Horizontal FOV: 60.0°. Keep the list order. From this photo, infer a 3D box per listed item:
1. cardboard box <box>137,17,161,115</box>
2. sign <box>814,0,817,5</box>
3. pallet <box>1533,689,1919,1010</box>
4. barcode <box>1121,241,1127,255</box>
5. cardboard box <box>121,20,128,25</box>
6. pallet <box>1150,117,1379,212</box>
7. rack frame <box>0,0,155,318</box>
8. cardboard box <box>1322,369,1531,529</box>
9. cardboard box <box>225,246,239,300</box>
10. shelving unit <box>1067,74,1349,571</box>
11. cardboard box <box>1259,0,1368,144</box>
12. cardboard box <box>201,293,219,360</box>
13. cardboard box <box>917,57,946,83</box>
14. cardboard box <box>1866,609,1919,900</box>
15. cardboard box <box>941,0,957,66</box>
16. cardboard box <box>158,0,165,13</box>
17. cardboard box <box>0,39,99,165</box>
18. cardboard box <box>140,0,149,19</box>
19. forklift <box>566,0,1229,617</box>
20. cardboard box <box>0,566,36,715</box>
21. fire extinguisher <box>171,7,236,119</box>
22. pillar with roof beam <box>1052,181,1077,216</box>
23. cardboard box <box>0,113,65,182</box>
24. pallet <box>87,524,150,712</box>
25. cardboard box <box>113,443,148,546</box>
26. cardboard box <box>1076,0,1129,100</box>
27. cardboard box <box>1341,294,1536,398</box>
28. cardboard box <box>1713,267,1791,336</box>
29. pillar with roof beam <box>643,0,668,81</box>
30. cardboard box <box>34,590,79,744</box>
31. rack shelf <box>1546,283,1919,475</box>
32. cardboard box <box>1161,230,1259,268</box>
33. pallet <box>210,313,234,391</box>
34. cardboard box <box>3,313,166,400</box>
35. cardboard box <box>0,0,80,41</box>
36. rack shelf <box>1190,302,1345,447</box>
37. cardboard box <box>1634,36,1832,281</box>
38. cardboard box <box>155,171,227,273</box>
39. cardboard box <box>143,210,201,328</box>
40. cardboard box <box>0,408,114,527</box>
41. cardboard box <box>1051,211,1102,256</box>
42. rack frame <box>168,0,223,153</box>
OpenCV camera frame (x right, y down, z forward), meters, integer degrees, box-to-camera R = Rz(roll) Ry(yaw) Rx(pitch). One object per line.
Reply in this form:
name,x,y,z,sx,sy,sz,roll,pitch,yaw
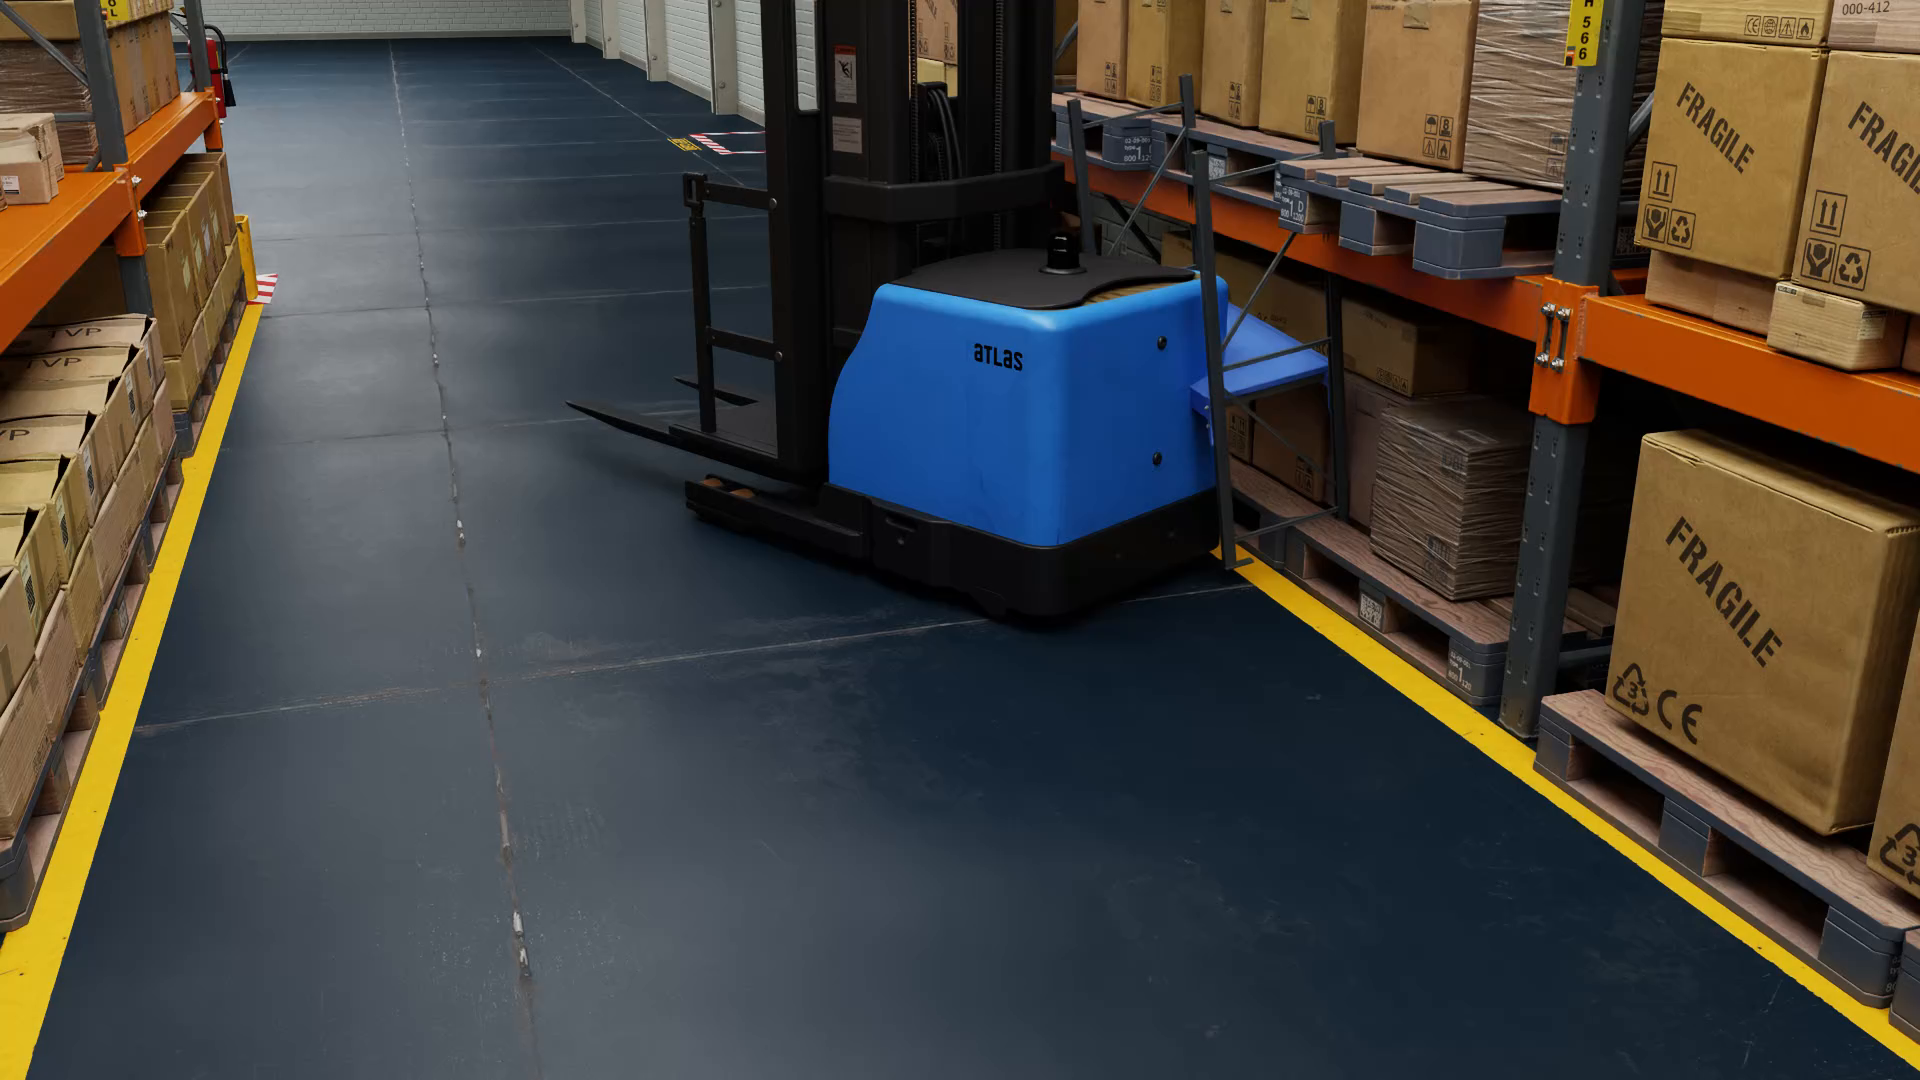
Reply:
cardboard box,-4.684,-2.509,8.815,0.700,0.500,0.500,-6,21,-17
sign,-0.952,-3.818,11.328,0.100,0.325,0.005,-6,21,-17
pallet,2.254,0.672,4.232,1.003,0.211,1.213,-6,21,-17
barcode,0.878,-1.565,8.909,0.001,0.075,0.075,-6,21,-17
cardboard box,-4.191,-2.529,7.913,0.380,0.149,0.250,-7,21,-19
pallet,1.416,-1.442,6.276,1.003,0.211,1.213,-6,21,-17
rack frame,-3.881,-1.657,6.592,1.000,3.000,0.127,-6,21,-17
cardboard box,1.750,-0.335,5.958,0.700,0.500,0.500,-6,21,-17
cardboard box,-4.521,-1.544,9.725,0.500,0.250,0.500,-6,21,-17
shelving unit,0.902,-0.822,6.075,0.538,1.500,1.048,-16,28,-14
cardboard box,1.507,-1.702,5.920,0.700,0.500,0.500,-6,21,-17
cardboard box,-4.044,-1.064,8.387,0.500,0.250,0.500,-6,21,-17
cardboard box,0.062,-2.564,9.309,0.500,0.250,0.500,-7,21,-18
cardboard box,2.453,0.445,3.299,0.750,0.750,0.750,-6,21,-17
cardboard box,0.216,-2.755,8.731,0.500,0.500,0.500,-7,21,-18
cardboard box,-4.674,-3.025,9.293,0.380,0.149,0.250,-7,21,-18
cardboard box,-4.027,-1.846,6.970,0.700,0.500,0.500,-7,21,-19
cardboard box,-4.429,-2.775,8.598,0.380,0.149,0.250,-6,21,-16
forklift,-0.454,-1.525,6.328,3.031,2.935,1.130,18,26,40
cardboard box,-2.510,0.260,3.872,0.500,0.311,0.500,-6,21,-15
fire extinguisher,-4.735,-2.992,10.422,0.296,0.674,0.183,-6,21,-17
pillar with roof beam,-3.483,-5.701,8.978,9.100,9.000,0.400,-6,21,-17
cardboard box,-3.685,-1.433,6.191,0.500,0.250,0.500,-5,20,-14
pallet,-3.226,0.280,5.325,1.003,0.211,1.213,-6,21,-17
cardboard box,-3.157,-0.132,5.792,0.500,0.250,0.500,-6,21,-16
cardboard box,0.948,-2.272,7.505,0.700,0.500,0.500,-6,21,-17
cardboard box,1.682,-0.700,5.864,0.500,0.250,0.500,-6,21,-16
cardboard box,2.032,-0.580,3.936,0.380,0.149,0.250,-6,21,-16
pillar with roof beam,-9.140,-11.478,25.060,9.100,9.000,0.400,-6,21,-17
cardboard box,-2.669,0.363,4.416,0.500,0.250,0.500,-7,21,-19
rack shelf,2.706,0.079,2.822,1.077,0.370,4.000,-6,21,-17
cardboard box,1.209,-1.193,7.237,0.500,0.250,0.500,-7,21,-18
pallet,-4.479,-0.997,8.879,1.003,0.211,1.213,-6,21,-17
cardboard box,-3.482,-0.725,6.614,0.500,0.311,0.500,-6,21,-17
cardboard box,-3.782,-2.116,6.763,0.380,0.149,0.250,-6,21,-17
rack shelf,0.927,-0.663,6.156,0.538,0.185,1.000,-16,28,-14
cardboard box,1.987,-0.914,3.907,0.500,0.500,0.500,-6,21,-16
cardboard box,-4.359,-1.737,9.153,0.500,0.500,0.500,-6,21,-17
cardboard box,-3.895,-1.255,7.811,0.500,0.500,0.500,-6,21,-17
cardboard box,-3.003,-0.237,5.255,0.500,0.311,0.500,-7,21,-18
cardboard box,0.456,-1.544,9.325,0.500,0.500,0.500,-8,21,-21
rack frame,-5.139,-2.941,10.166,1.000,3.000,0.127,-6,21,-17
